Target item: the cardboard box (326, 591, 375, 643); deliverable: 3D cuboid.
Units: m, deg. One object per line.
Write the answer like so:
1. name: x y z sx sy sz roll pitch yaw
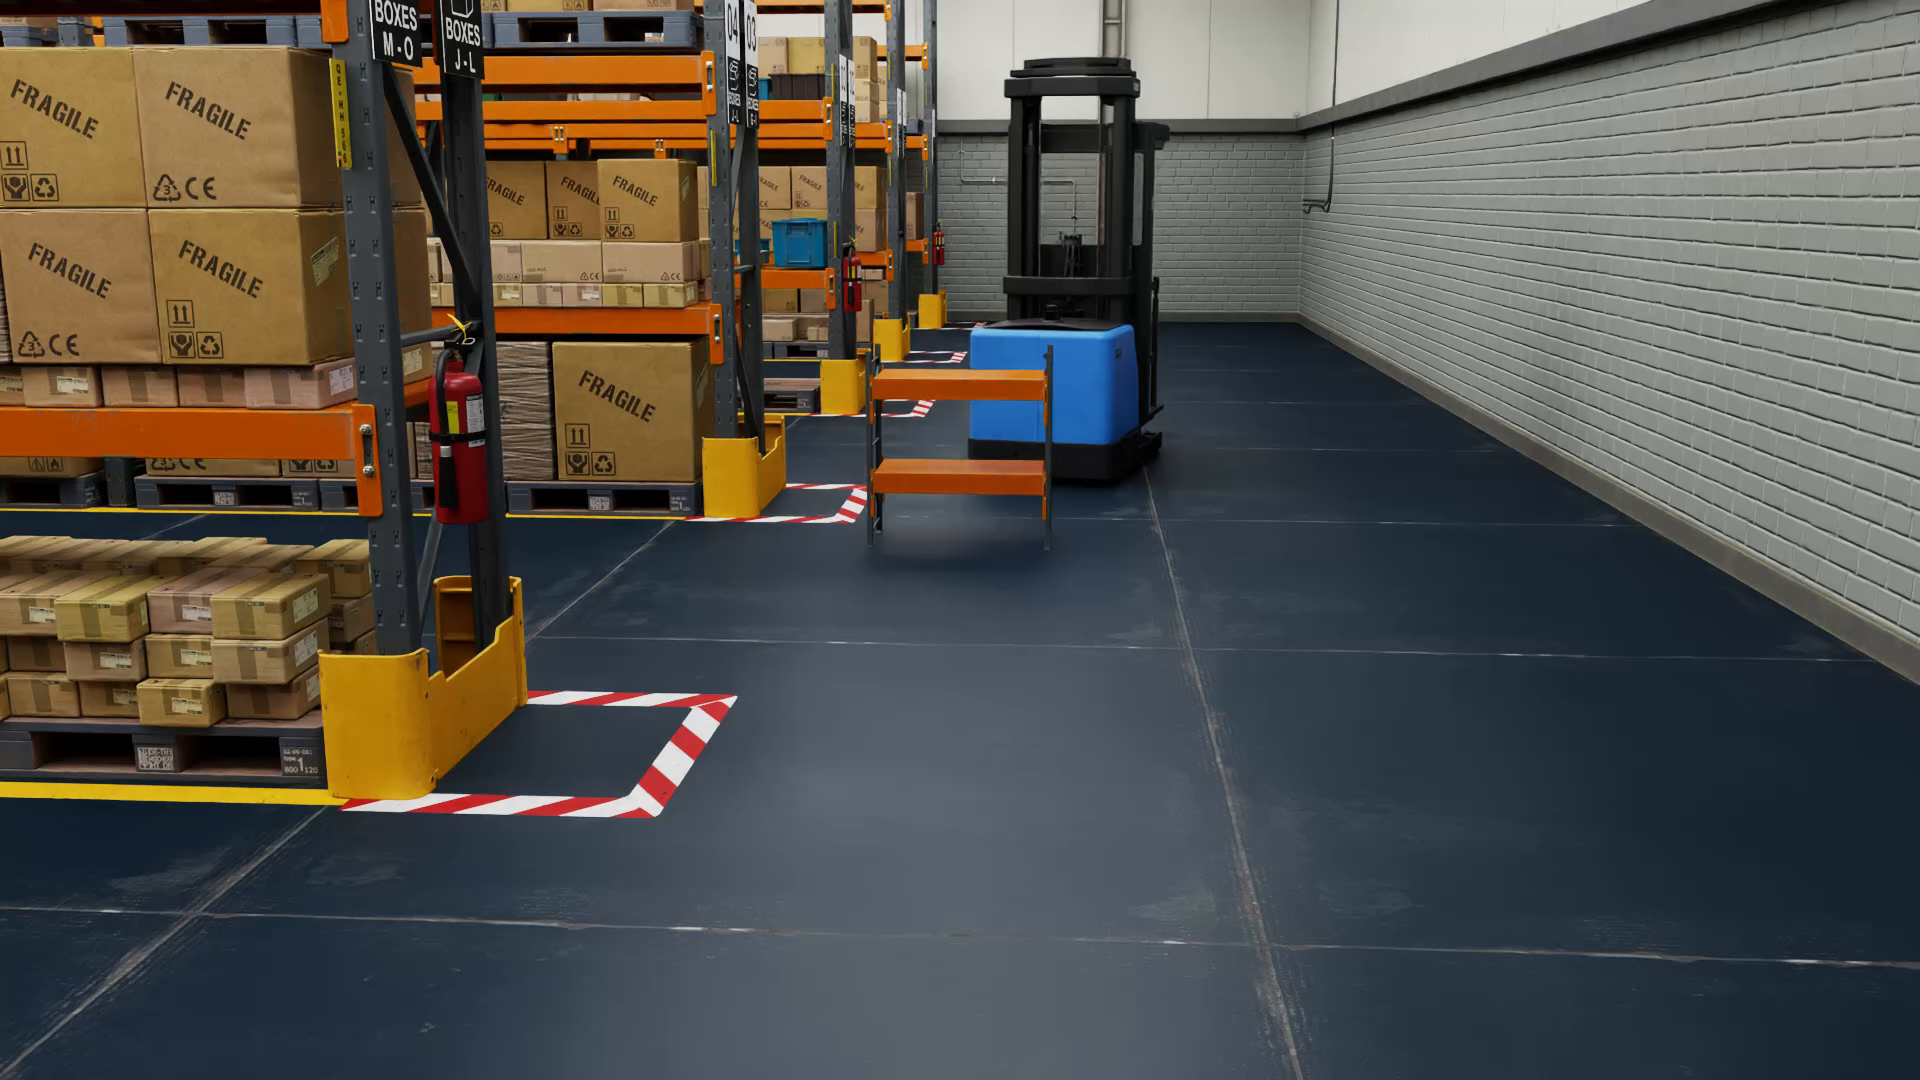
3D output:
1. cardboard box: -2.370 0.271 6.357 0.250 0.149 0.380 1 12 6

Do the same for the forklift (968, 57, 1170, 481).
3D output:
1. forklift: 0.961 -2.102 12.657 1.130 2.935 3.031 3 12 16

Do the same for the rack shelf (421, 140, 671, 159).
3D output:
1. rack shelf: -6.426 -5.959 25.363 4.000 0.370 1.077 1 12 4

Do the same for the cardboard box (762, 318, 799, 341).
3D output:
1. cardboard box: -2.271 -2.595 20.488 0.500 0.250 0.500 1 12 4

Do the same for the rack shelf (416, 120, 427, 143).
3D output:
1. rack shelf: -7.088 -3.936 15.687 4.000 0.370 1.077 1 12 4

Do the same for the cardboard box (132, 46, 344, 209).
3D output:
1. cardboard box: -2.338 -1.353 5.498 0.500 0.500 0.500 1 12 3

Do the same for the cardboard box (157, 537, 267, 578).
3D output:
1. cardboard box: -2.890 0.100 6.450 0.250 0.149 0.380 1 12 4

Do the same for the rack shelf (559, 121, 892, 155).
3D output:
1. rack shelf: -2.762 -4.893 20.263 4.000 0.370 1.077 1 12 4

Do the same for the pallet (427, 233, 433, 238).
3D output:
1. pallet: -6.808 -3.739 20.786 1.213 0.211 1.003 1 12 4

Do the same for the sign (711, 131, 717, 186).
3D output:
1. sign: -1.482 -2.298 10.019 0.005 0.325 0.100 1 12 4

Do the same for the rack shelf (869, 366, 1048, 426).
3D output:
1. rack shelf: 0.007 -0.837 9.593 1.000 0.278 0.538 1 12 4

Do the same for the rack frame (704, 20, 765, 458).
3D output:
1. rack frame: -1.432 -1.726 10.691 0.127 3.000 1.000 1 12 4

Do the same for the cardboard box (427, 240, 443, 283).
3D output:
1. cardboard box: -3.467 -1.770 10.545 0.500 0.250 0.500 1 12 4

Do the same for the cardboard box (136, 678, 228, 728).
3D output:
1. cardboard box: -2.667 0.529 5.851 0.250 0.149 0.380 1 12 5

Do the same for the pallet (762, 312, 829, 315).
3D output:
1. pallet: -2.456 -3.409 25.548 1.213 0.211 1.003 1 12 4

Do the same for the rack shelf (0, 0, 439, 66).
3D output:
1. rack shelf: -3.860 -1.857 5.751 4.000 0.370 1.077 1 12 4

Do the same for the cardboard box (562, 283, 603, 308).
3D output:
1. cardboard box: -2.321 -1.547 10.451 0.250 0.149 0.380 1 12 4

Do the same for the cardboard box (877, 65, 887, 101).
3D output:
1. cardboard box: -1.188 -6.732 24.563 0.500 0.500 0.500 1 12 4

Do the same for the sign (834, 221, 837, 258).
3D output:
1. sign: -1.122 -2.705 14.973 0.005 0.325 0.100 1 12 4

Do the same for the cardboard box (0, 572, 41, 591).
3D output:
1. cardboard box: -3.449 0.228 5.836 0.250 0.149 0.380 1 12 6

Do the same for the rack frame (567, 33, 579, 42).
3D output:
1. rack frame: -4.758 -6.740 20.013 0.127 3.000 1.000 1 12 4

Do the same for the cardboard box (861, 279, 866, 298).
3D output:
1. cardboard box: -1.644 -3.739 25.397 0.500 0.500 0.700 1 12 4

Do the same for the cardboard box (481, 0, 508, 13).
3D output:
1. cardboard box: -3.027 -3.523 10.443 0.500 0.500 0.700 0 12 0

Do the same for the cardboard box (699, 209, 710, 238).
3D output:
1. cardboard box: -3.257 -3.777 20.252 0.500 0.500 0.500 1 12 3

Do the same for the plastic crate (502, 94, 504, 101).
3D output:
1. plastic crate: -4.163 -4.231 15.752 0.300 0.233 0.416 1 12 4

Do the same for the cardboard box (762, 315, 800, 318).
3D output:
1. cardboard box: -2.288 -2.698 20.980 0.500 0.250 0.500 1 12 4

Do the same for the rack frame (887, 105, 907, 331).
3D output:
1. rack frame: -0.766 -3.749 20.366 0.127 3.000 1.000 1 12 4

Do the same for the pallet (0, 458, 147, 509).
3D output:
1. pallet: -6.198 -0.411 11.215 1.213 0.211 1.003 1 12 4

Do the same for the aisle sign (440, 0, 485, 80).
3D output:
1. aisle sign: -1.772 -2.046 5.876 0.004 0.787 0.394 1 12 4

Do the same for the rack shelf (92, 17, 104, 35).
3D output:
1. rack shelf: -10.744 -6.275 20.520 4.000 0.370 1.077 1 12 4

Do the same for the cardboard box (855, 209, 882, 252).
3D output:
1. cardboard box: -1.232 -3.749 20.119 0.500 0.500 0.500 1 12 5

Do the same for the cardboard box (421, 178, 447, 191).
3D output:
1. cardboard box: -7.957 -5.383 25.324 0.500 0.250 0.500 1 12 5

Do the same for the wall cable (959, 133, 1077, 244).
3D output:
1. wall cable: 0.902 -5.434 25.940 1.851 1.984 0.084 1 12 4

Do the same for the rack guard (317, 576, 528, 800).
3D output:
1. rack guard: -1.940 0.509 6.115 0.348 0.500 1.175 1 12 4

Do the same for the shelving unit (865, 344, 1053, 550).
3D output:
1. shelving unit: 0.007 -0.550 9.652 1.048 1.125 0.538 1 12 4

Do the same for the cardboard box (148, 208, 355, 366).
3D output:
1. cardboard box: -2.330 -0.862 5.591 0.500 0.500 0.500 1 12 5

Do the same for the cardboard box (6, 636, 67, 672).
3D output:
1. cardboard box: -3.190 0.350 5.978 0.250 0.149 0.380 1 12 3

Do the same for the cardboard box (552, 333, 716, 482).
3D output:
1. cardboard box: -2.076 -0.884 10.829 0.875 0.875 0.875 1 12 4

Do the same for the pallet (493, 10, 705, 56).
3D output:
1. pallet: -2.173 -3.158 10.431 1.213 0.211 1.003 1 12 4

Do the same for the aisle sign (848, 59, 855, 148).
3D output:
1. aisle sign: -1.010 -4.070 15.547 0.004 0.787 0.394 1 12 4

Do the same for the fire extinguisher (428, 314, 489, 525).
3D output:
1. fire extinguisher: -1.644 -0.396 5.433 0.183 0.674 0.296 1 12 4

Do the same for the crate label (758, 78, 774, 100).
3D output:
1. crate label: -2.000 -4.211 15.612 0.502 0.251 0.408 1 12 4

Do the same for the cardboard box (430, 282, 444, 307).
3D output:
1. cardboard box: -3.335 -1.561 10.519 0.250 0.149 0.380 1 12 5

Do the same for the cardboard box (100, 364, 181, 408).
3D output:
1. cardboard box: -2.705 -0.549 5.679 0.250 0.149 0.380 1 12 3

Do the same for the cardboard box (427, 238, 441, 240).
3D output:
1. cardboard box: -3.434 -1.879 11.064 0.500 0.250 0.500 1 12 3

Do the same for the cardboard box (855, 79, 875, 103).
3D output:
1. cardboard box: -1.296 -5.344 19.807 0.500 0.250 0.500 1 12 4

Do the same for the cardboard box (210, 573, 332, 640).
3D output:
1. cardboard box: -2.410 0.230 5.829 0.250 0.149 0.380 1 12 4

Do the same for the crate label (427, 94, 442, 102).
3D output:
1. crate label: -4.623 -4.066 15.196 0.466 0.136 0.293 1 12 4

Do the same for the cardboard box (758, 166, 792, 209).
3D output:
1. cardboard box: -2.251 -4.250 20.075 0.500 0.500 0.500 1 12 5

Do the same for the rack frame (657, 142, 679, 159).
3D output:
1. rack frame: -4.430 -4.816 25.465 0.127 3.000 1.000 1 12 4

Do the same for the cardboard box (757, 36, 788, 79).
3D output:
1. cardboard box: -2.279 -5.769 20.007 0.500 0.500 0.700 1 12 4

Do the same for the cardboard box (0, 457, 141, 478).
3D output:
1. cardboard box: -6.063 -0.950 11.150 0.875 0.875 1.225 1 12 4
